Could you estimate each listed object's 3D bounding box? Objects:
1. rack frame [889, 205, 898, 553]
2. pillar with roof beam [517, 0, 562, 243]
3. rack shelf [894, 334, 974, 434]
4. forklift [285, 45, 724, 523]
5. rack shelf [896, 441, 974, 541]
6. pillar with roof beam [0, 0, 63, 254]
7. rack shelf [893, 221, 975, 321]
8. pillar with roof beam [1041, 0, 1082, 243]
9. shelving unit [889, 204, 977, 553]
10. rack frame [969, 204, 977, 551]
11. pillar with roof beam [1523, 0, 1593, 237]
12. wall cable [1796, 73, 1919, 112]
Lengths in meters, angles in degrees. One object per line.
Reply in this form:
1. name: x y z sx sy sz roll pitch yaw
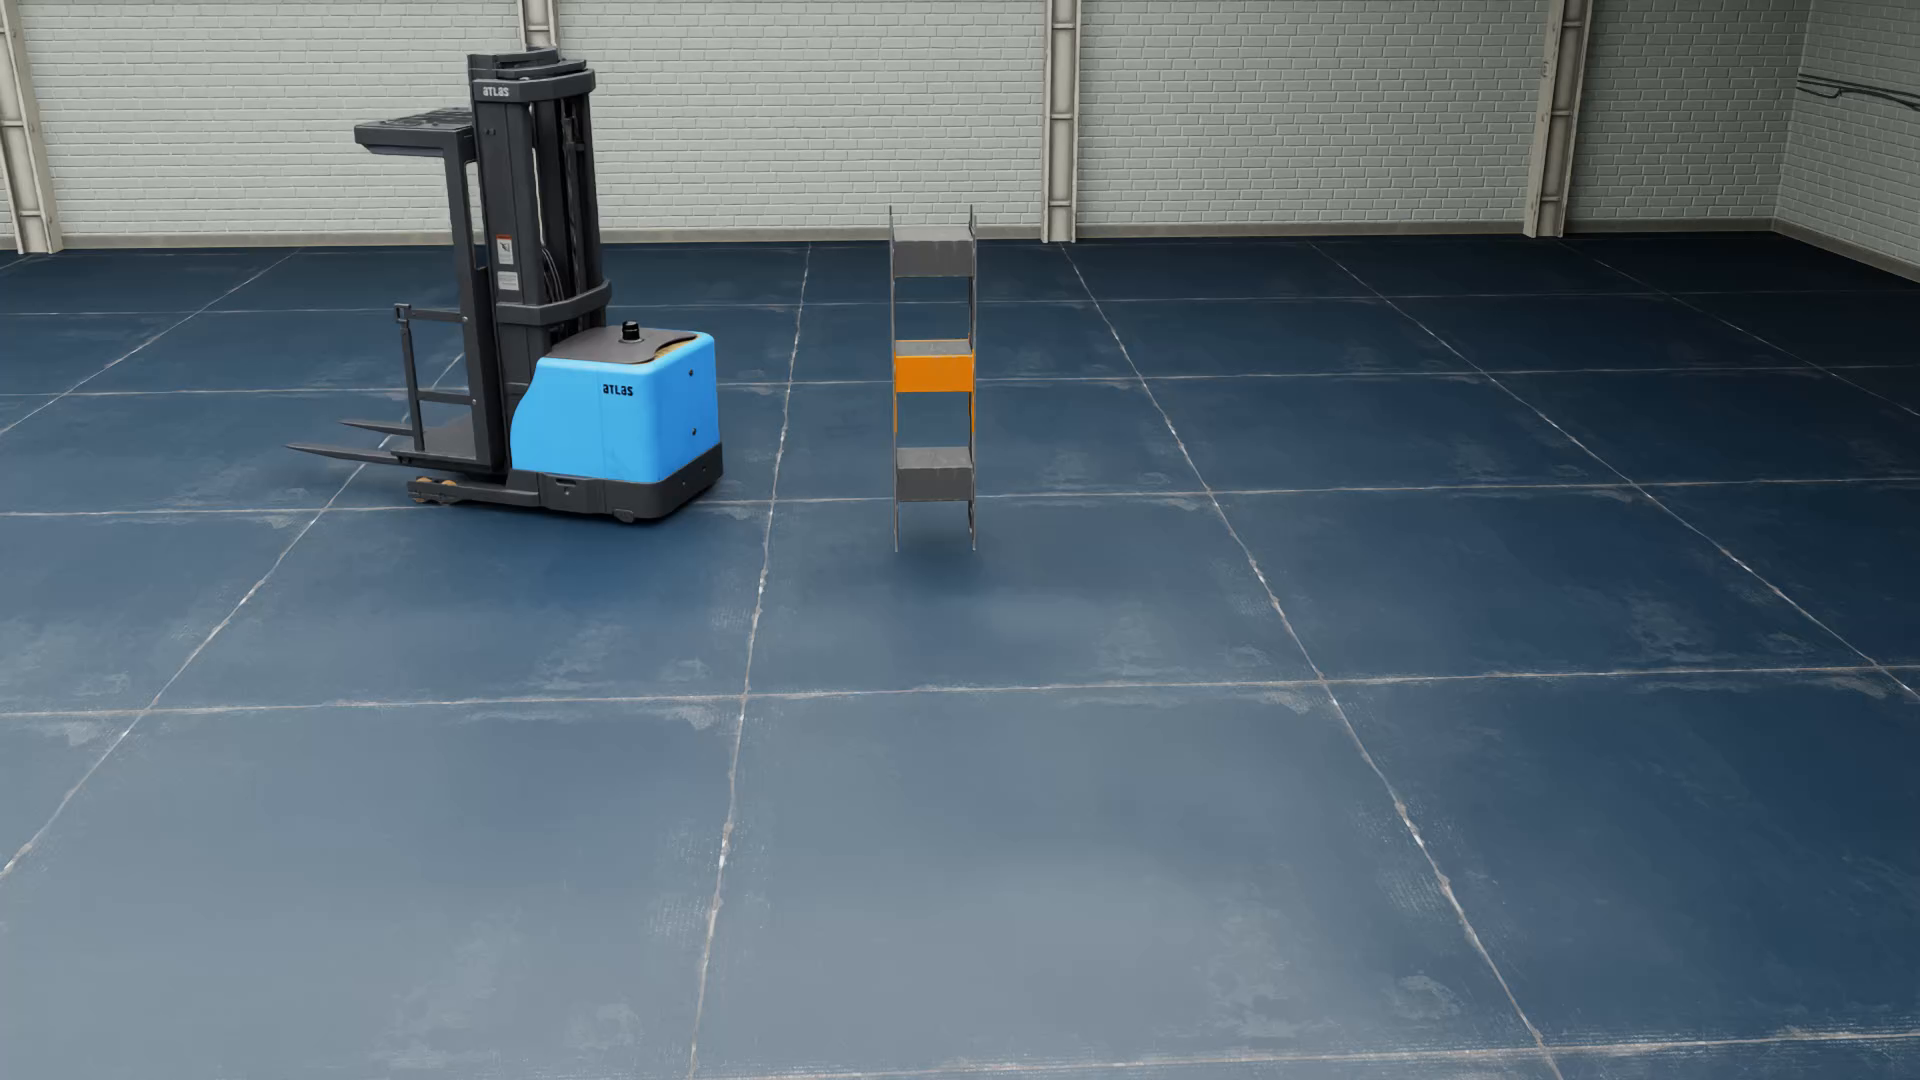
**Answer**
1. rack frame: -0.409 -0.973 10.226 0.015 2.100 0.400 -1 21 -3
2. pillar with roof beam: -4.555 -6.193 14.241 0.400 9.000 9.100 -1 21 -3
3. rack shelf: -0.165 -0.965 10.243 0.480 0.518 0.431 -1 21 -3
4. forklift: -3.229 -1.773 11.159 3.031 2.935 1.130 7 22 17
5. rack shelf: -0.165 -0.311 10.492 0.480 0.518 0.431 -1 21 -3
6. pillar with roof beam: -10.545 -6.071 13.920 0.400 9.000 9.100 -1 21 -3
7. rack shelf: -0.165 -1.619 9.994 0.480 0.518 0.431 -1 21 -3
8. pillar with roof beam: 1.436 -6.315 14.561 0.400 9.000 9.100 -1 21 -3
9. shelving unit: -0.165 -0.978 10.239 0.503 2.100 0.431 -1 21 -3
10. rack frame: 0.078 -0.983 10.252 0.015 2.100 0.400 -1 21 -3
11. pillar with roof beam: 7.426 -6.437 14.881 0.400 9.000 9.100 -1 21 -3
12. wall cable: 10.197 -6.105 18.373 0.112 2.526 3.097 -1 21 -3
